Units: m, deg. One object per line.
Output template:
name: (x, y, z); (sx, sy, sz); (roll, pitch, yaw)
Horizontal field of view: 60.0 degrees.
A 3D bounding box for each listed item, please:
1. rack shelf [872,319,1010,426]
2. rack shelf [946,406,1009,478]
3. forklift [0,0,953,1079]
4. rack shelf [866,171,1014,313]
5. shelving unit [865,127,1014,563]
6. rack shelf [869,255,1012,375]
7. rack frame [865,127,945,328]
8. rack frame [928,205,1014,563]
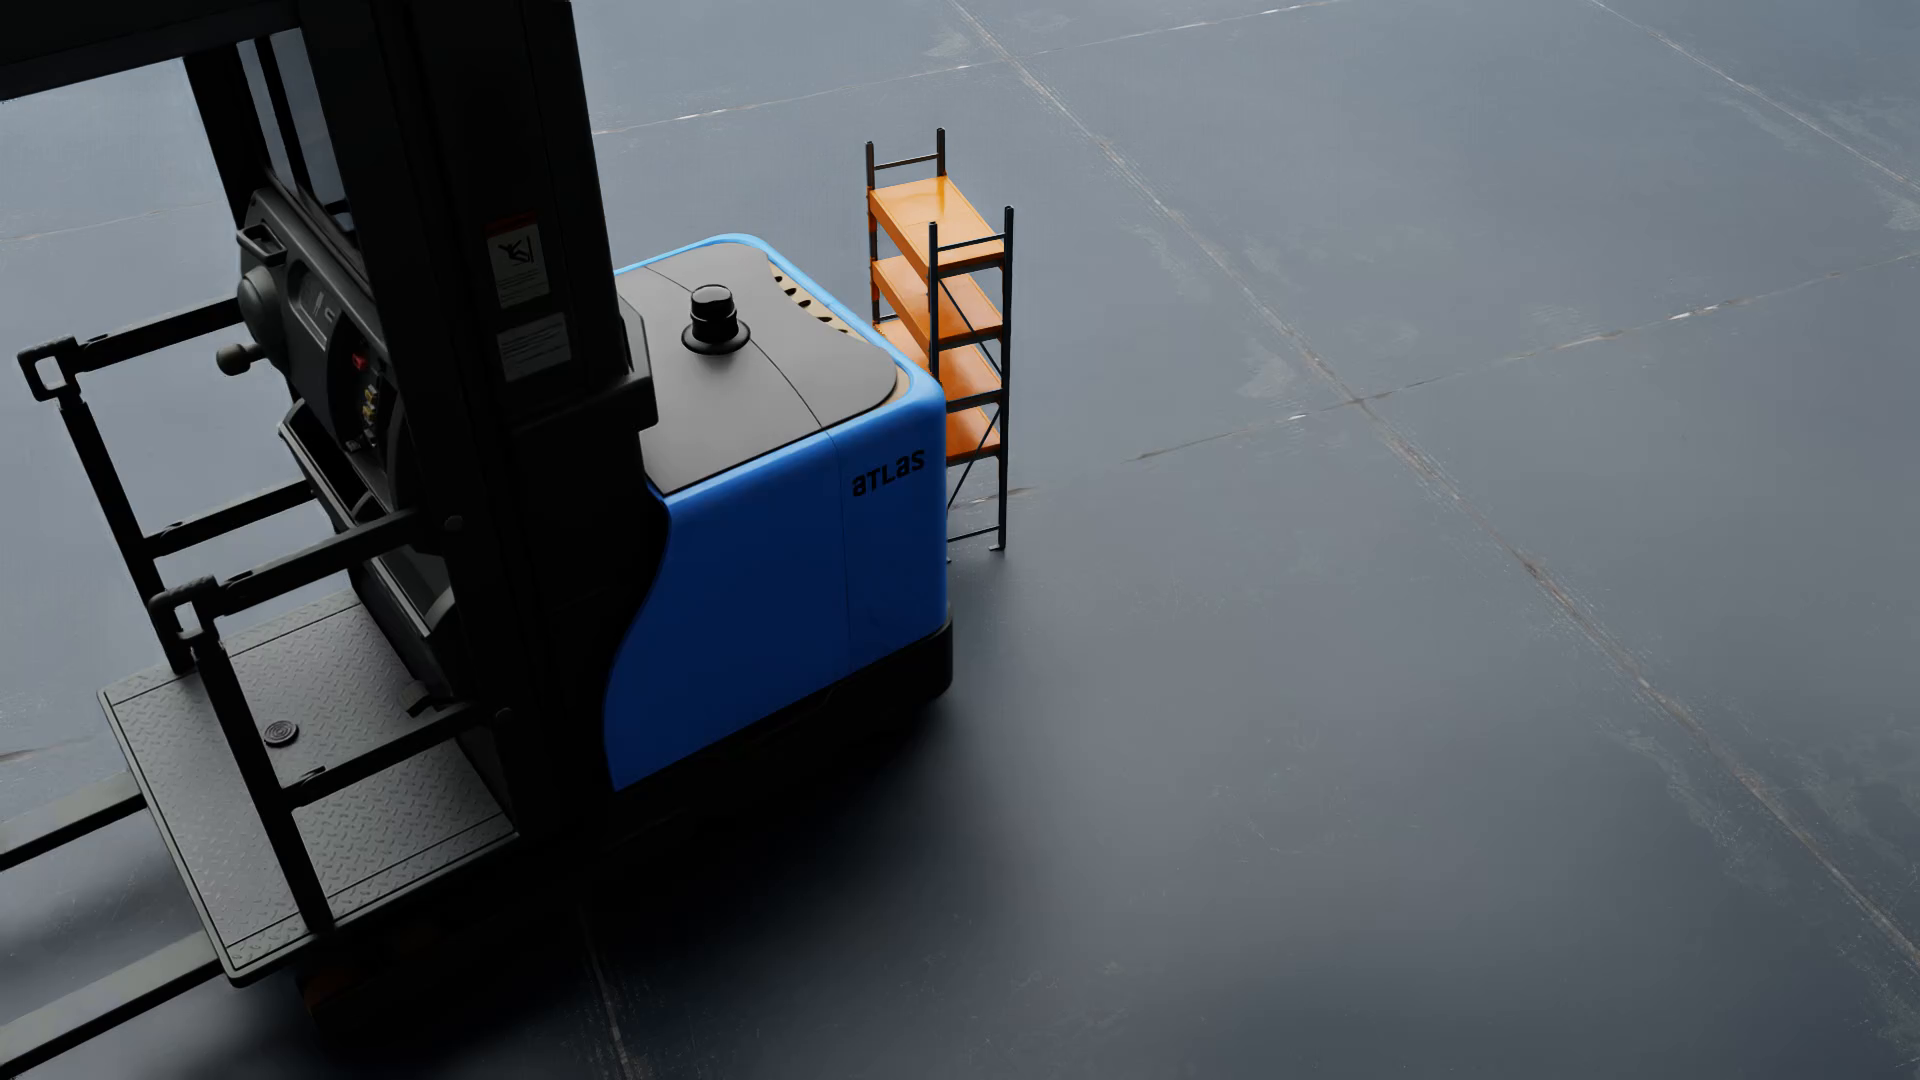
rack shelf: (-0.063, -0.504, 5.019); (0.258, 0.148, 0.480); (-15, 43, -17)
rack shelf: (-0.063, -0.353, 5.148); (0.258, 0.148, 0.480); (-15, 43, -17)
forklift: (-1.510, -0.353, 3.413); (3.031, 2.935, 1.130); (-25, 47, -27)
rack shelf: (-0.063, -0.853, 4.719); (0.258, 0.148, 0.480); (-15, 43, -17)
shelving unit: (-0.063, -0.555, 4.975); (0.258, 1.200, 0.503); (-15, 43, -17)
rack shelf: (-0.063, -0.673, 4.873); (0.258, 0.148, 0.480); (-15, 43, -17)
rack frame: (-0.157, -0.702, 5.146); (0.240, 1.200, 0.015); (-15, 43, -17)
rack frame: (0.030, -0.408, 4.804); (0.240, 1.200, 0.015); (-15, 43, -17)
